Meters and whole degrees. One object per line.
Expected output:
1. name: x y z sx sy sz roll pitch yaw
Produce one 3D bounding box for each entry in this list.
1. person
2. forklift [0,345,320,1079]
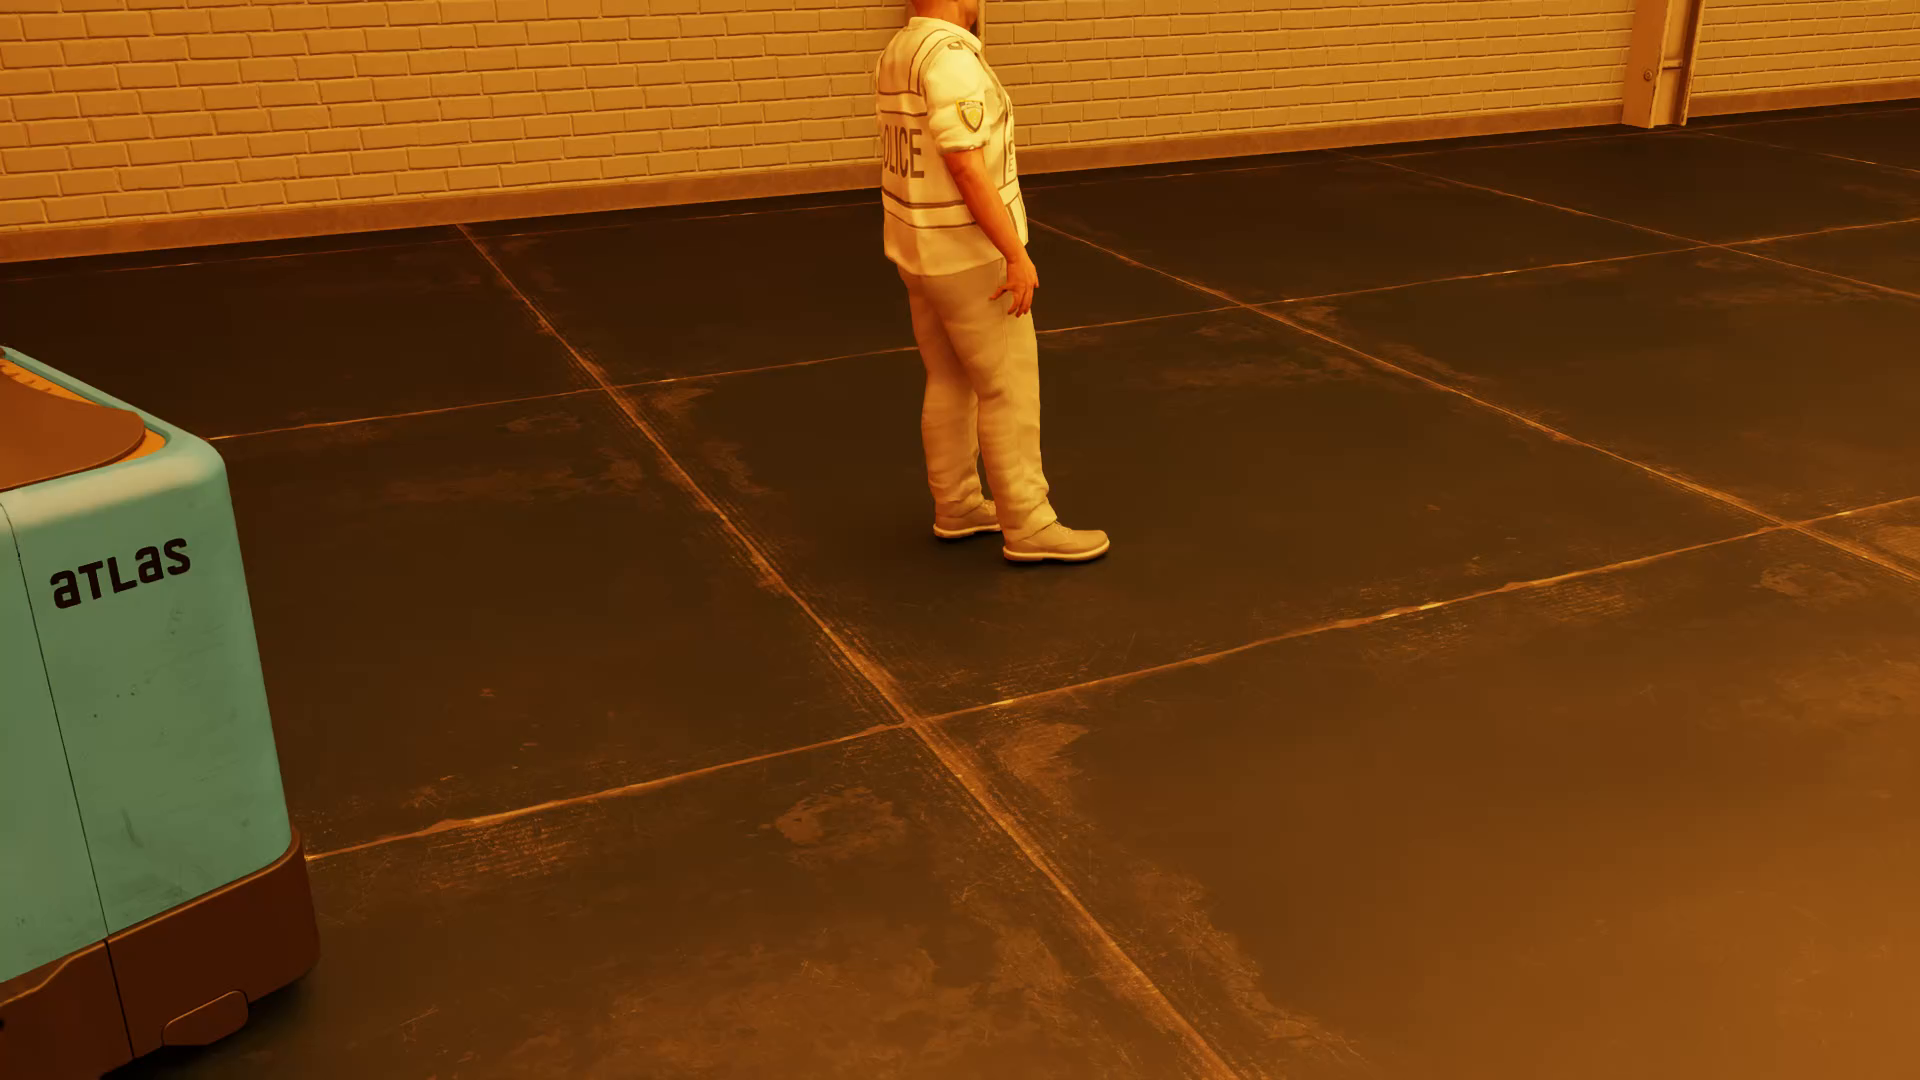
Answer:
1. person: 0.076 -0.839 4.783 0.574 1.780 0.641 -10 25 -23
2. forklift: -2.543 -0.220 1.817 1.130 2.935 3.031 19 29 38
